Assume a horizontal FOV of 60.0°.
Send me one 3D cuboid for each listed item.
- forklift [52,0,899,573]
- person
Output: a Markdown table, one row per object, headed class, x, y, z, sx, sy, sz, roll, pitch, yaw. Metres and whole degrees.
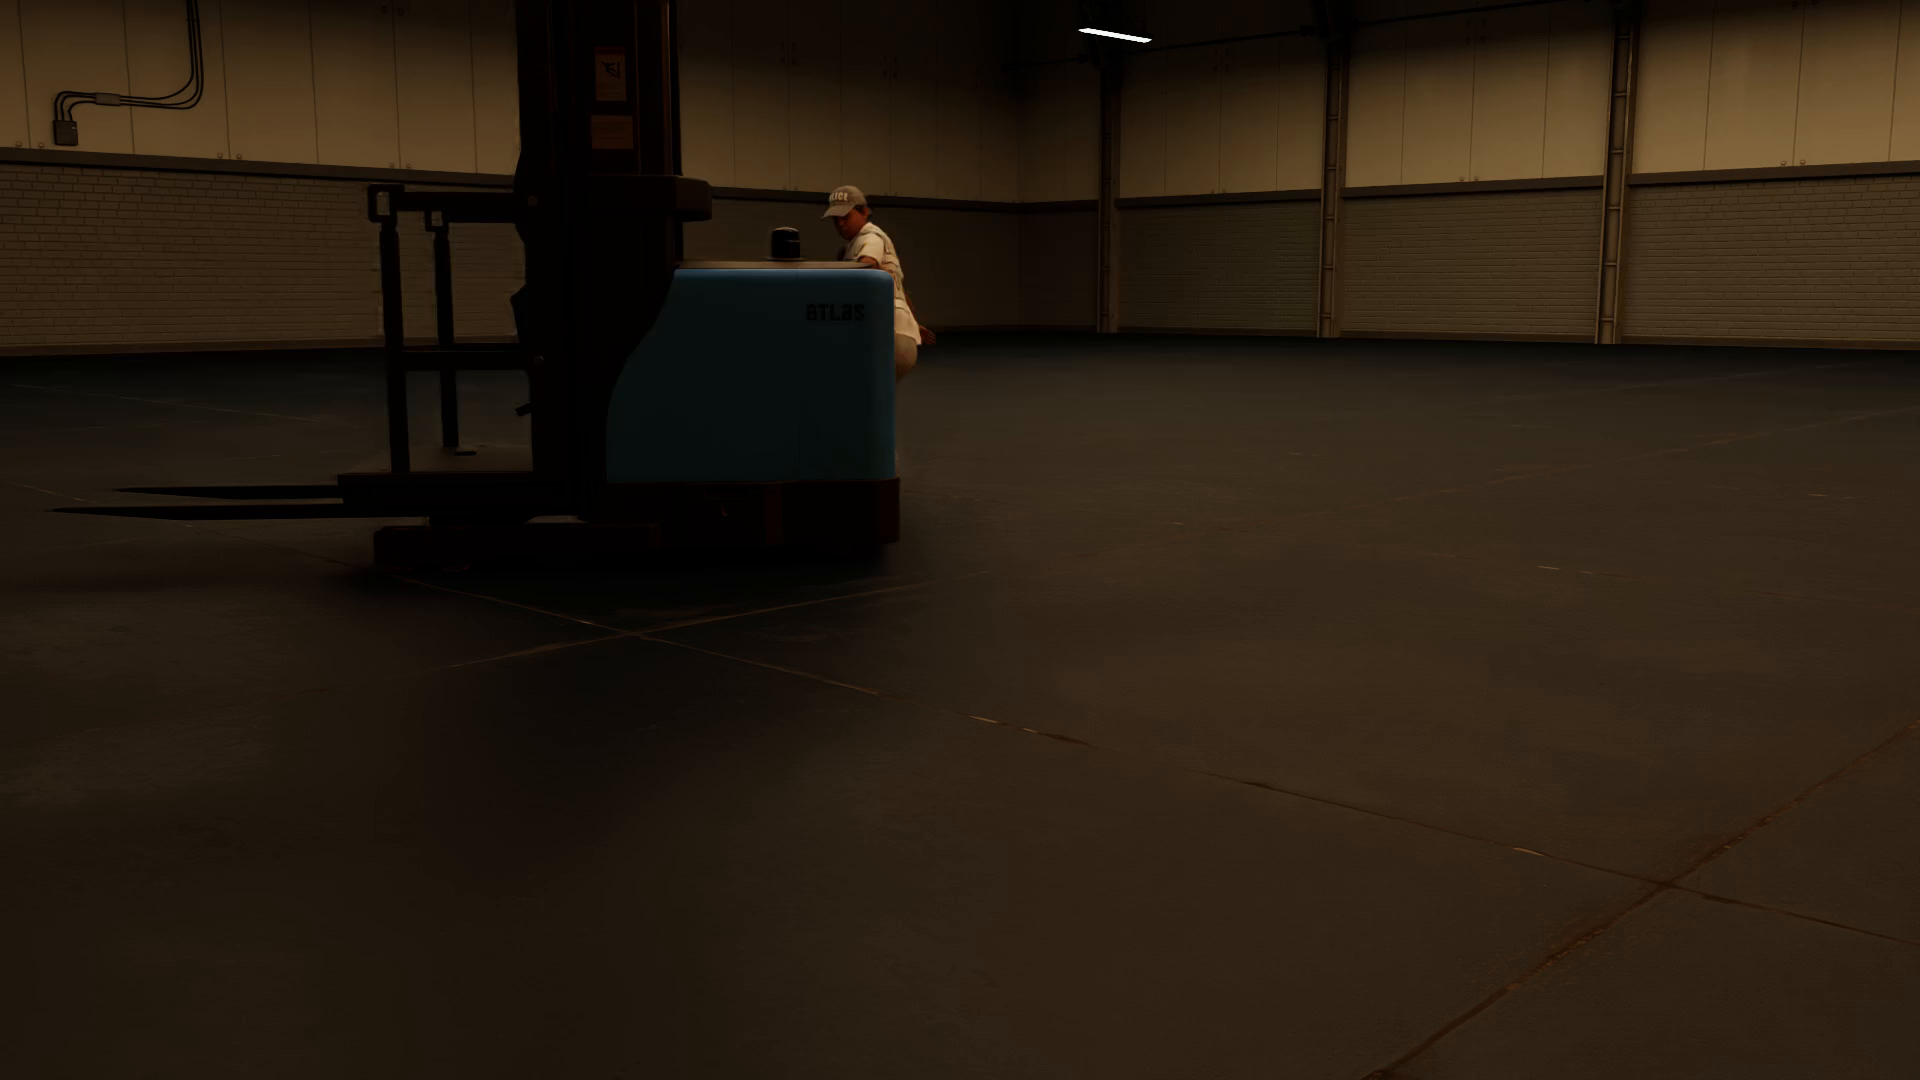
| class | x | y | z | sx | sy | sz | roll | pitch | yaw |
| --- | --- | --- | --- | --- | --- | --- | --- | --- | --- |
| forklift | -1.783 | -1.414 | 6.262 | 3.031 | 2.935 | 1.130 | -1 | 9 | -7 |
| person | -0.438 | -0.945 | 8.245 | 0.519 | 1.592 | 1.124 | 2 | 9 | 13 |
